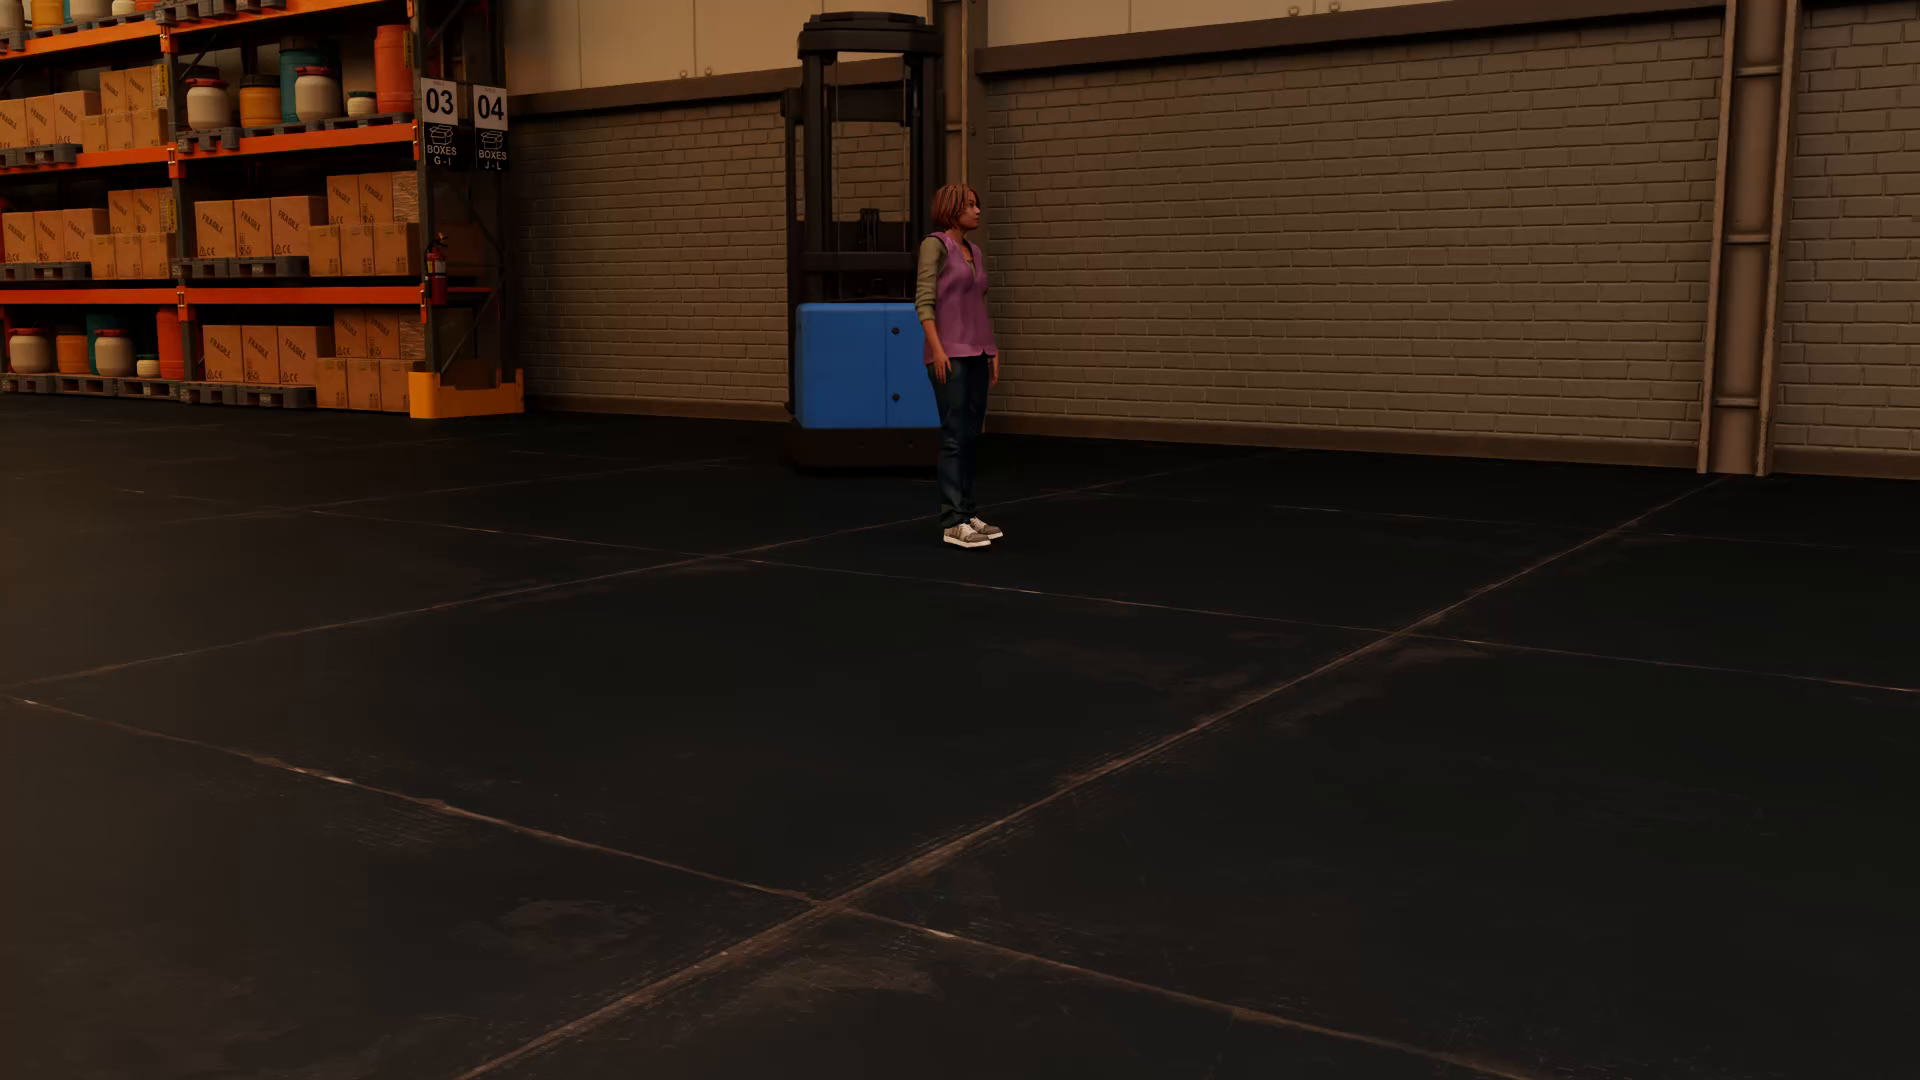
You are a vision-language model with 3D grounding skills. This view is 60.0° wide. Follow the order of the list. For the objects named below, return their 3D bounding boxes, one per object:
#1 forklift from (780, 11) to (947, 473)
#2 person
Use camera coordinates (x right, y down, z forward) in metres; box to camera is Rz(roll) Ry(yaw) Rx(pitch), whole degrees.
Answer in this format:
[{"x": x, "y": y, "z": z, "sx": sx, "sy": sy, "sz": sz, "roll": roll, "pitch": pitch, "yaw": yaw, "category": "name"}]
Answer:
[{"x": -0.672, "y": -2.044, "z": 11.570, "sx": 1.130, "sy": 2.935, "sz": 3.031, "roll": -1, "pitch": 8, "yaw": -8, "category": "forklift"}, {"x": 0.054, "y": -0.791, "z": 7.437, "sx": 0.473, "sy": 1.599, "sz": 0.520, "roll": 5, "pitch": 10, "yaw": 34, "category": "person"}]
